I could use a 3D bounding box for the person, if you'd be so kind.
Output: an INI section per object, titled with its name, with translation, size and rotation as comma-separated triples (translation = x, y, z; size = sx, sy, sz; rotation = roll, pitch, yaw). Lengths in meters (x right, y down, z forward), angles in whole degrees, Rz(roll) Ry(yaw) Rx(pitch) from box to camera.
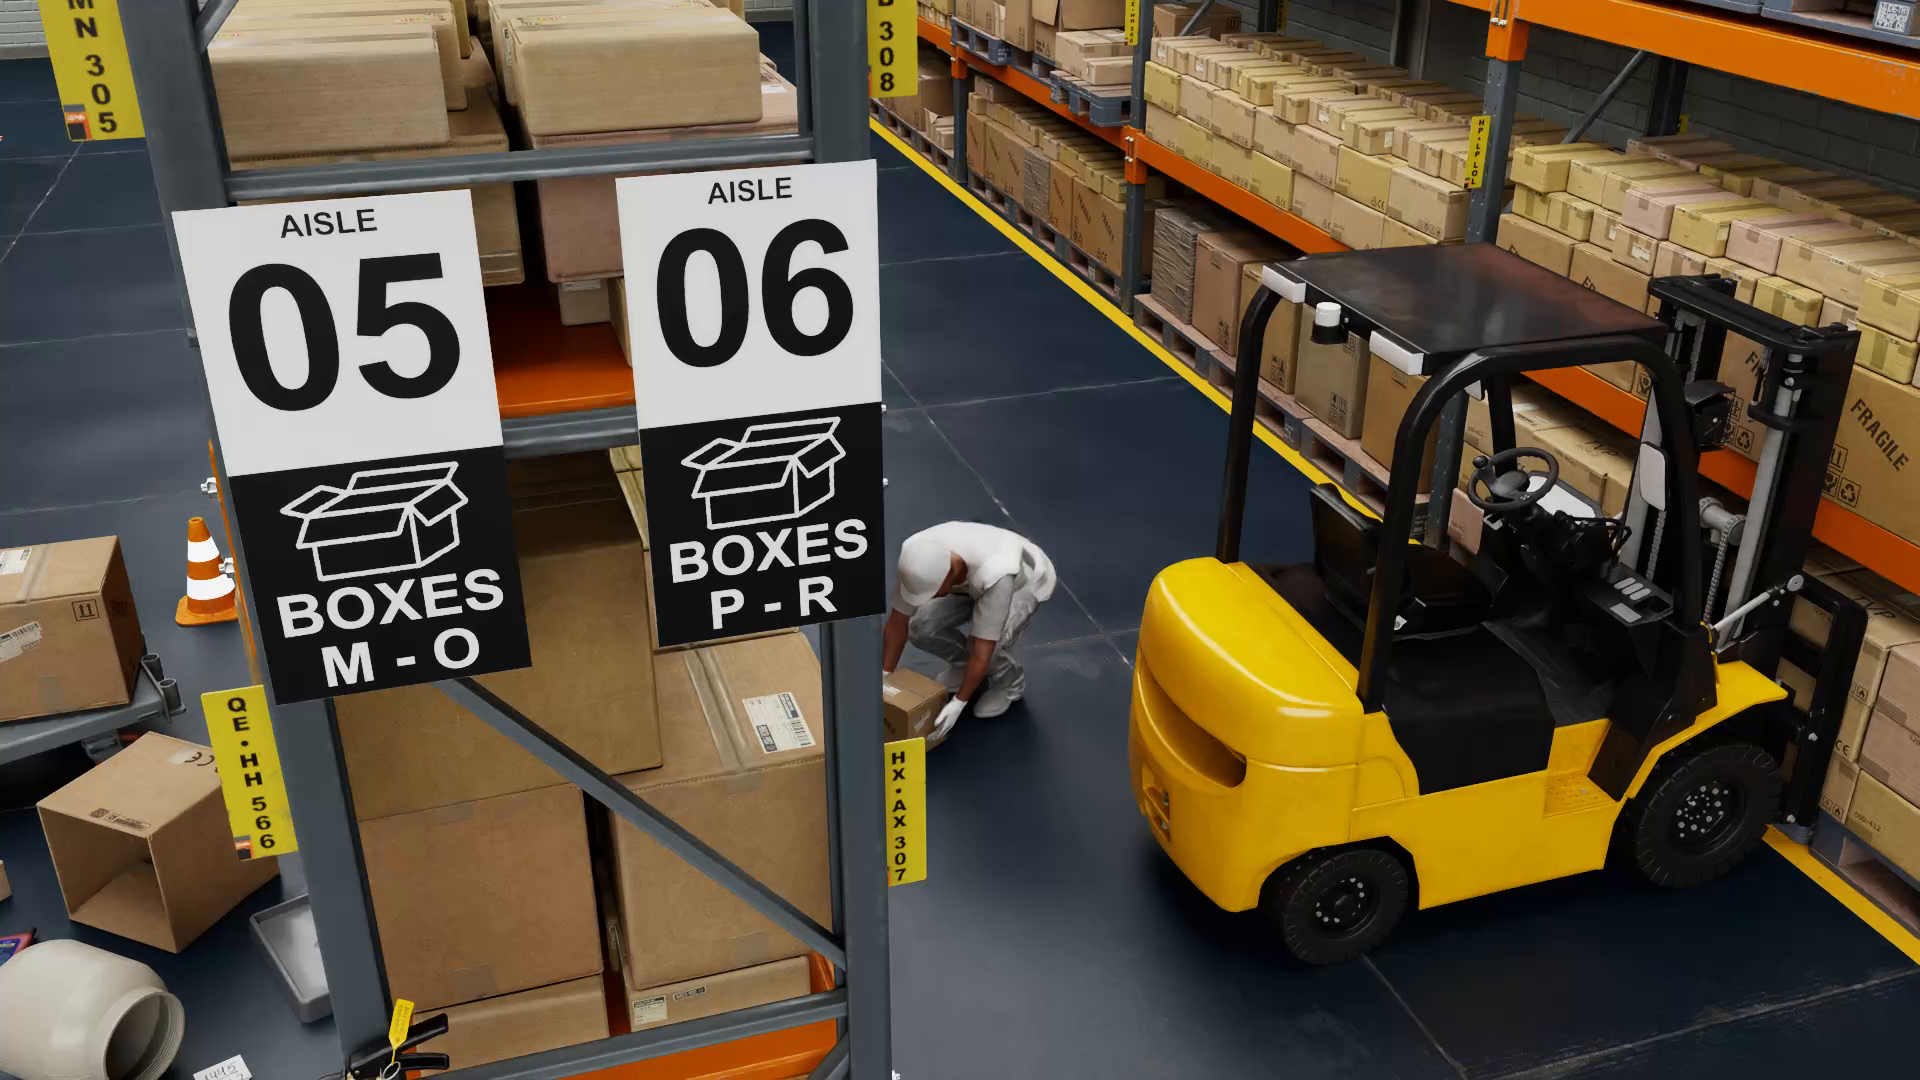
[person]
translation = 0.044, 0.299, 6.949
size = 0.574, 0.936, 0.923
rotation = 20, 33, 35
